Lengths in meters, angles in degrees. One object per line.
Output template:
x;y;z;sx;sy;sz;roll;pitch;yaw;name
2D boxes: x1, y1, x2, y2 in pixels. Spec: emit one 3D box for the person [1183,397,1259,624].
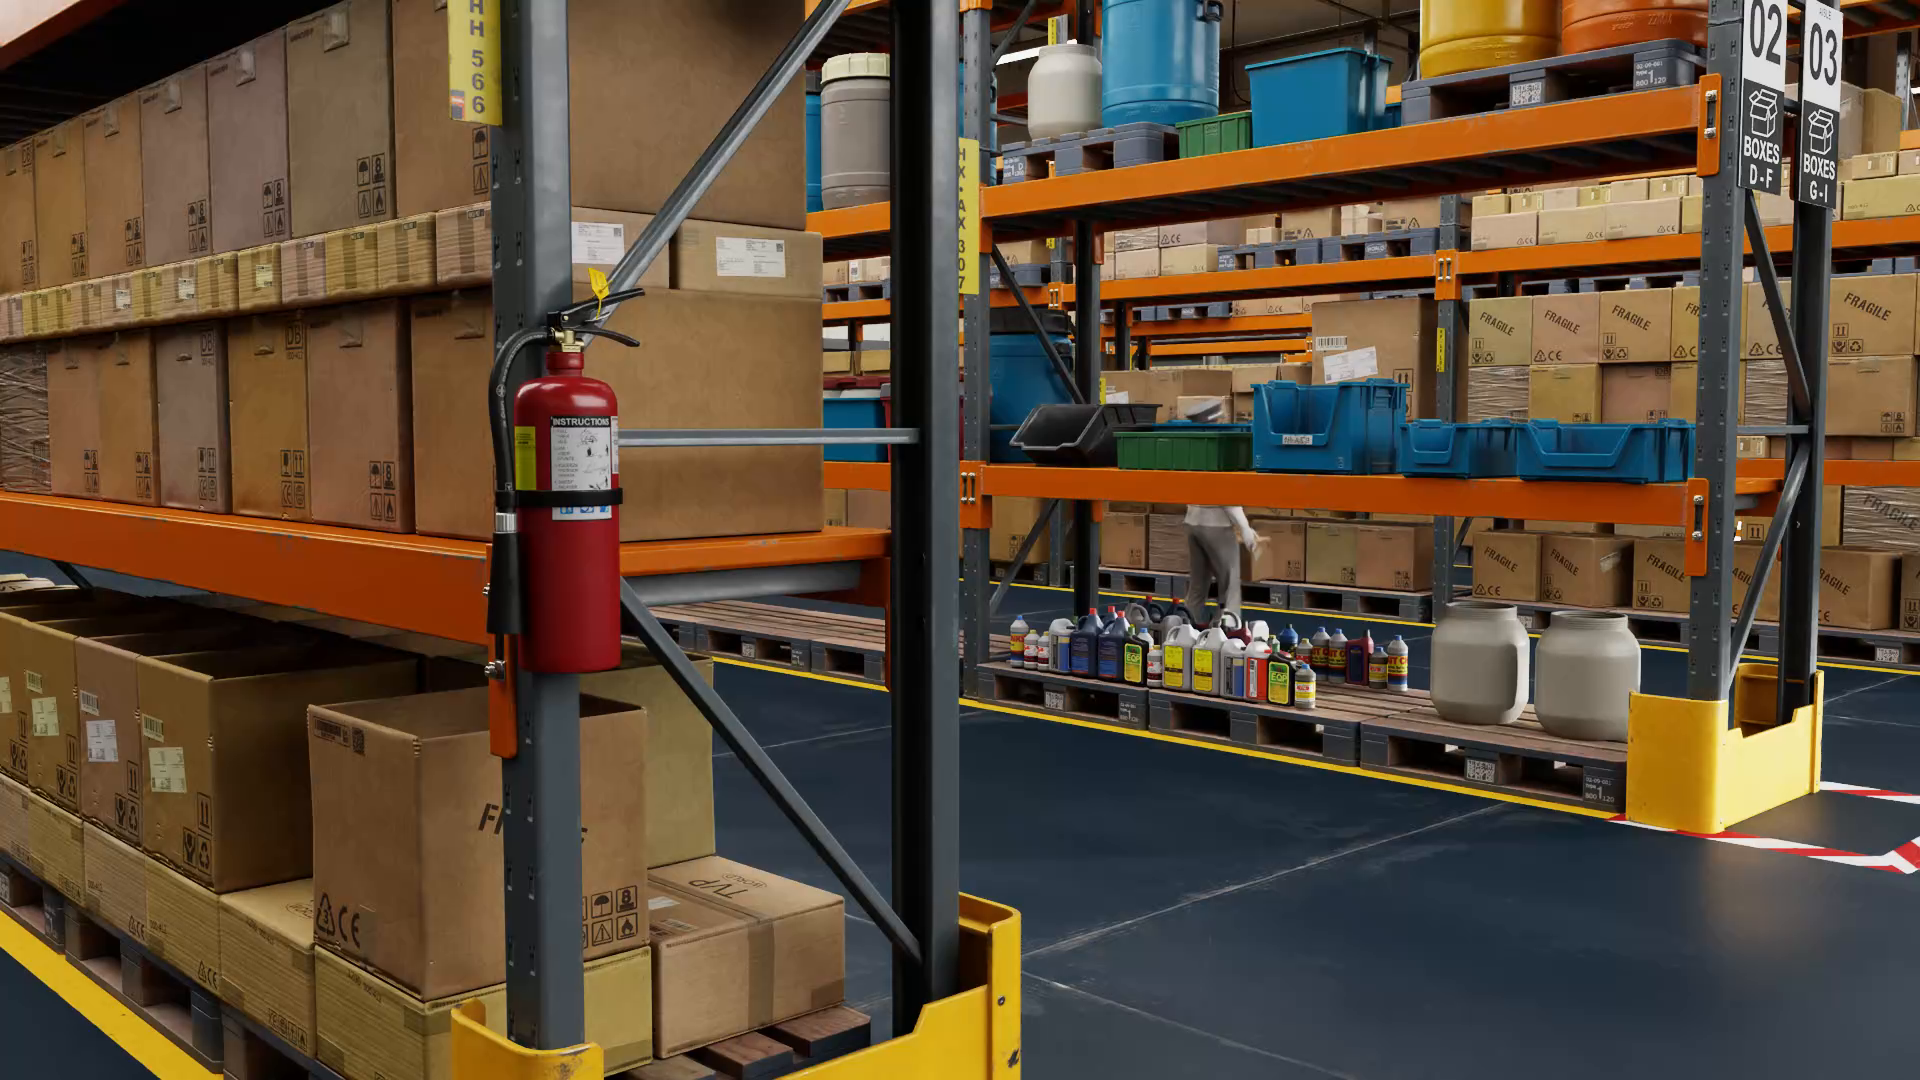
1.666;-0.055;10.509;0.532;1.687;0.543;-1;4;-14;person
